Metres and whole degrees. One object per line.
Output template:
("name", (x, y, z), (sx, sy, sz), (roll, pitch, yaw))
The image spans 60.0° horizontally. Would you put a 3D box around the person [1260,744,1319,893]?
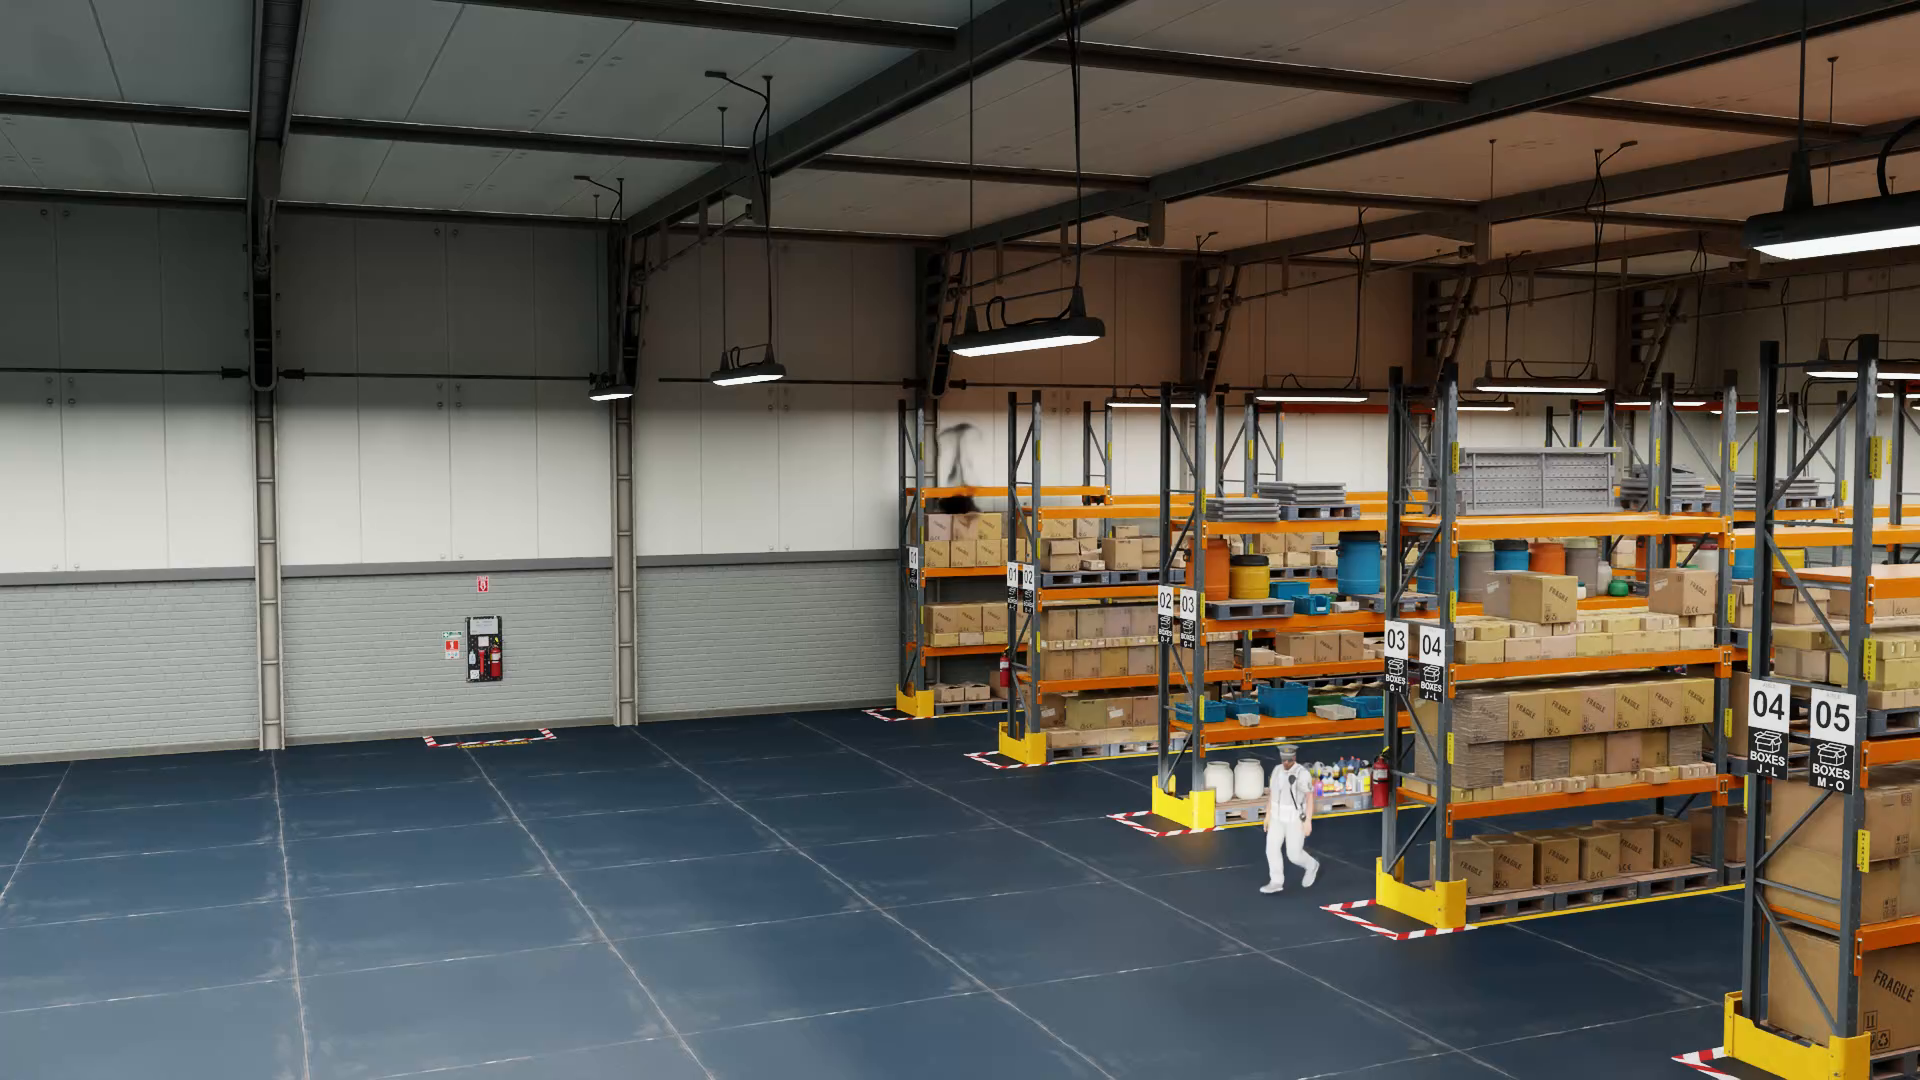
("person", (3.793, 3.168, 19.038), (0.710, 1.708, 0.628), (-3, 4, -42))
